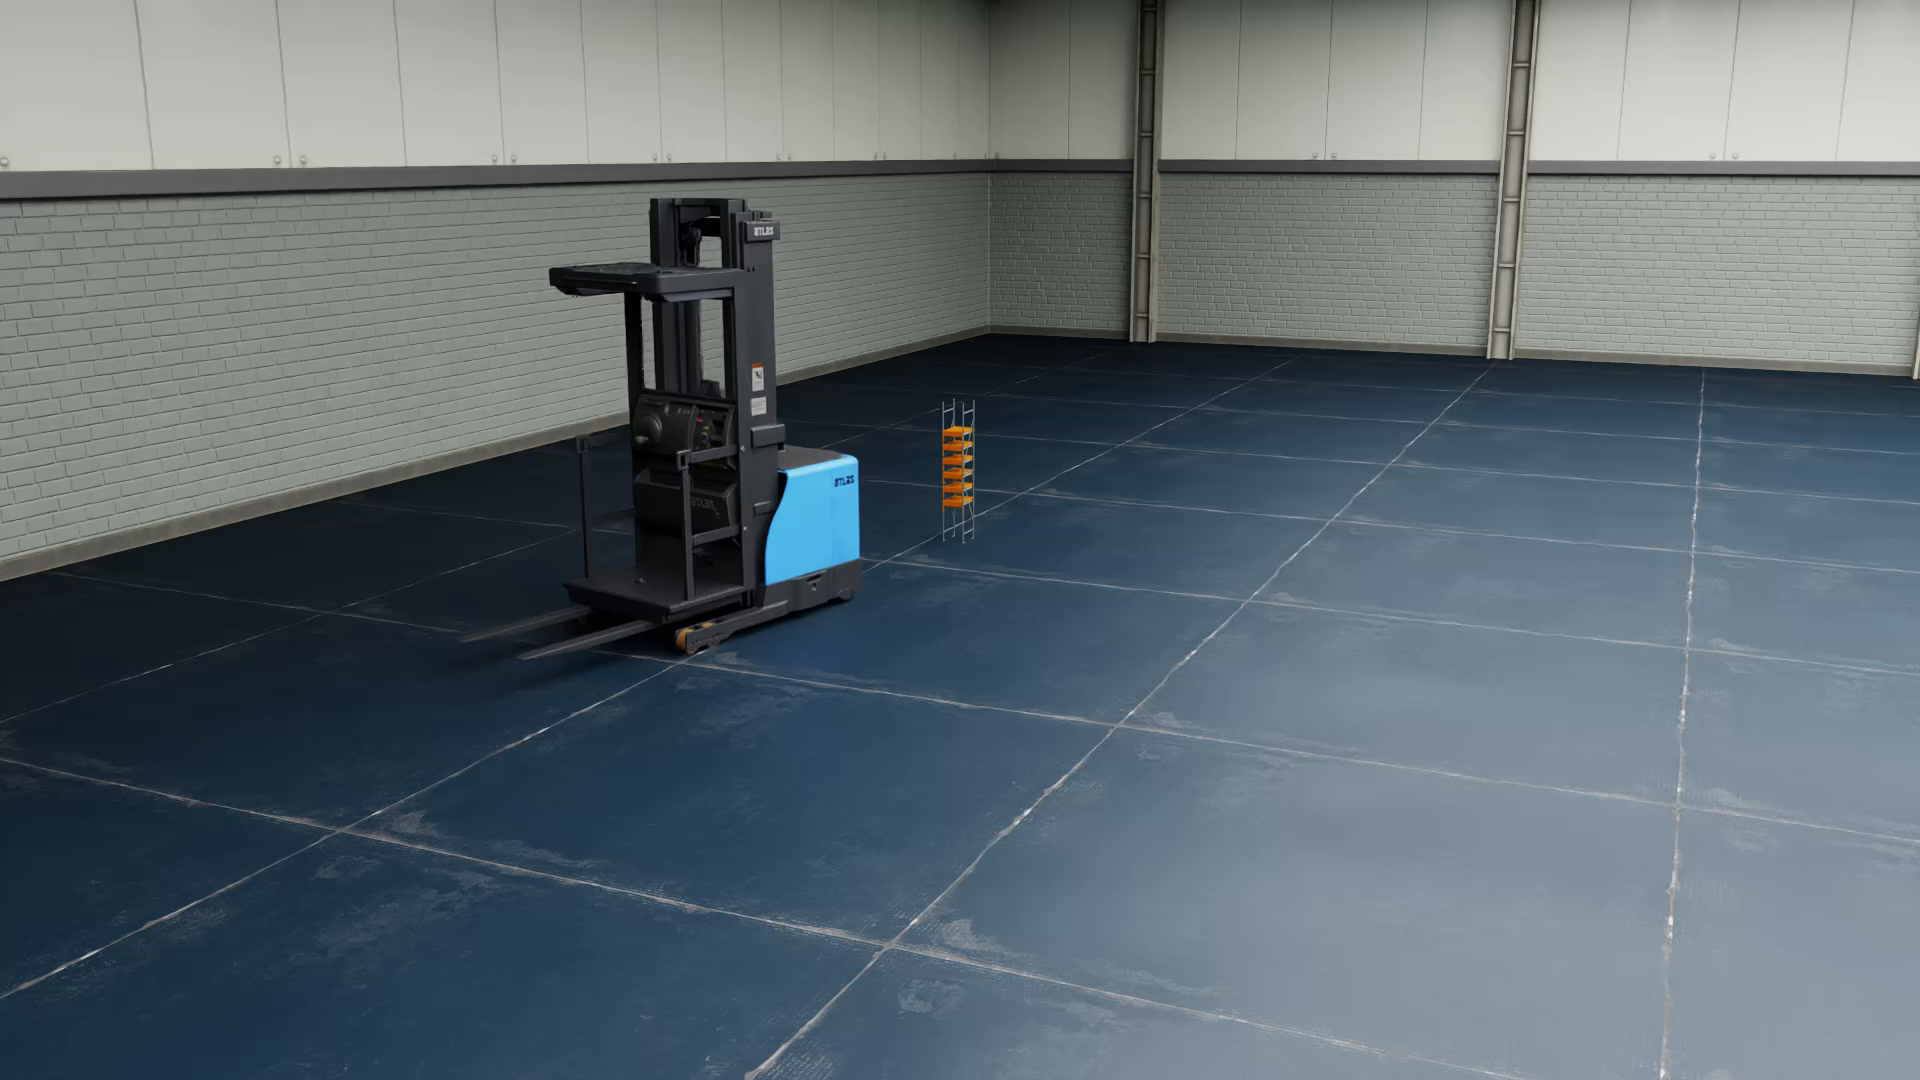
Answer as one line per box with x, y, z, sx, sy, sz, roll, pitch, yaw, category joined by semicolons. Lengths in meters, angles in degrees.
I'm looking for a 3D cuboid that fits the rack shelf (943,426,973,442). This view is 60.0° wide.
-0.013;-0.893;14.051;0.180;0.103;0.258;6;14;23;rack shelf

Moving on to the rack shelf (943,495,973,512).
-0.013;-0.309;14.188;0.180;0.103;0.258;6;14;23;rack shelf

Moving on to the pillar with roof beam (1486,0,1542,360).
6.942;-6.409;21.869;0.400;9.000;9.100;6;14;23;pillar with roof beam

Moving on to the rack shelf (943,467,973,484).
-0.013;-0.542;14.134;0.180;0.103;0.258;6;14;23;rack shelf

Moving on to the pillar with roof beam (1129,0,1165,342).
1.456;-6.964;24.235;0.400;9.000;9.100;6;14;23;pillar with roof beam

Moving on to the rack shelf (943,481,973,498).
-0.013;-0.425;14.161;0.180;0.103;0.258;6;14;23;rack shelf

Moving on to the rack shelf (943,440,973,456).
-0.013;-0.776;14.079;0.180;0.103;0.258;6;14;23;rack shelf

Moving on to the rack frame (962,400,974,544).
0.070;-0.577;14.087;0.006;1.200;0.240;6;14;23;rack frame

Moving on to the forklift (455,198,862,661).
-2.025;-0.799;11.245;1.130;2.935;3.031;10;16;36;forklift

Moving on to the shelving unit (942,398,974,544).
-0.013;-0.585;14.123;0.189;1.200;0.258;6;14;23;shelving unit

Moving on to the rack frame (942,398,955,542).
-0.097;-0.594;14.160;0.006;1.200;0.240;6;14;23;rack frame

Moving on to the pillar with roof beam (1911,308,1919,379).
12.427;-5.854;19.503;0.400;9.000;9.100;6;14;23;pillar with roof beam

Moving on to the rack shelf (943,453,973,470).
-0.013;-0.659;14.106;0.180;0.103;0.258;6;14;23;rack shelf
